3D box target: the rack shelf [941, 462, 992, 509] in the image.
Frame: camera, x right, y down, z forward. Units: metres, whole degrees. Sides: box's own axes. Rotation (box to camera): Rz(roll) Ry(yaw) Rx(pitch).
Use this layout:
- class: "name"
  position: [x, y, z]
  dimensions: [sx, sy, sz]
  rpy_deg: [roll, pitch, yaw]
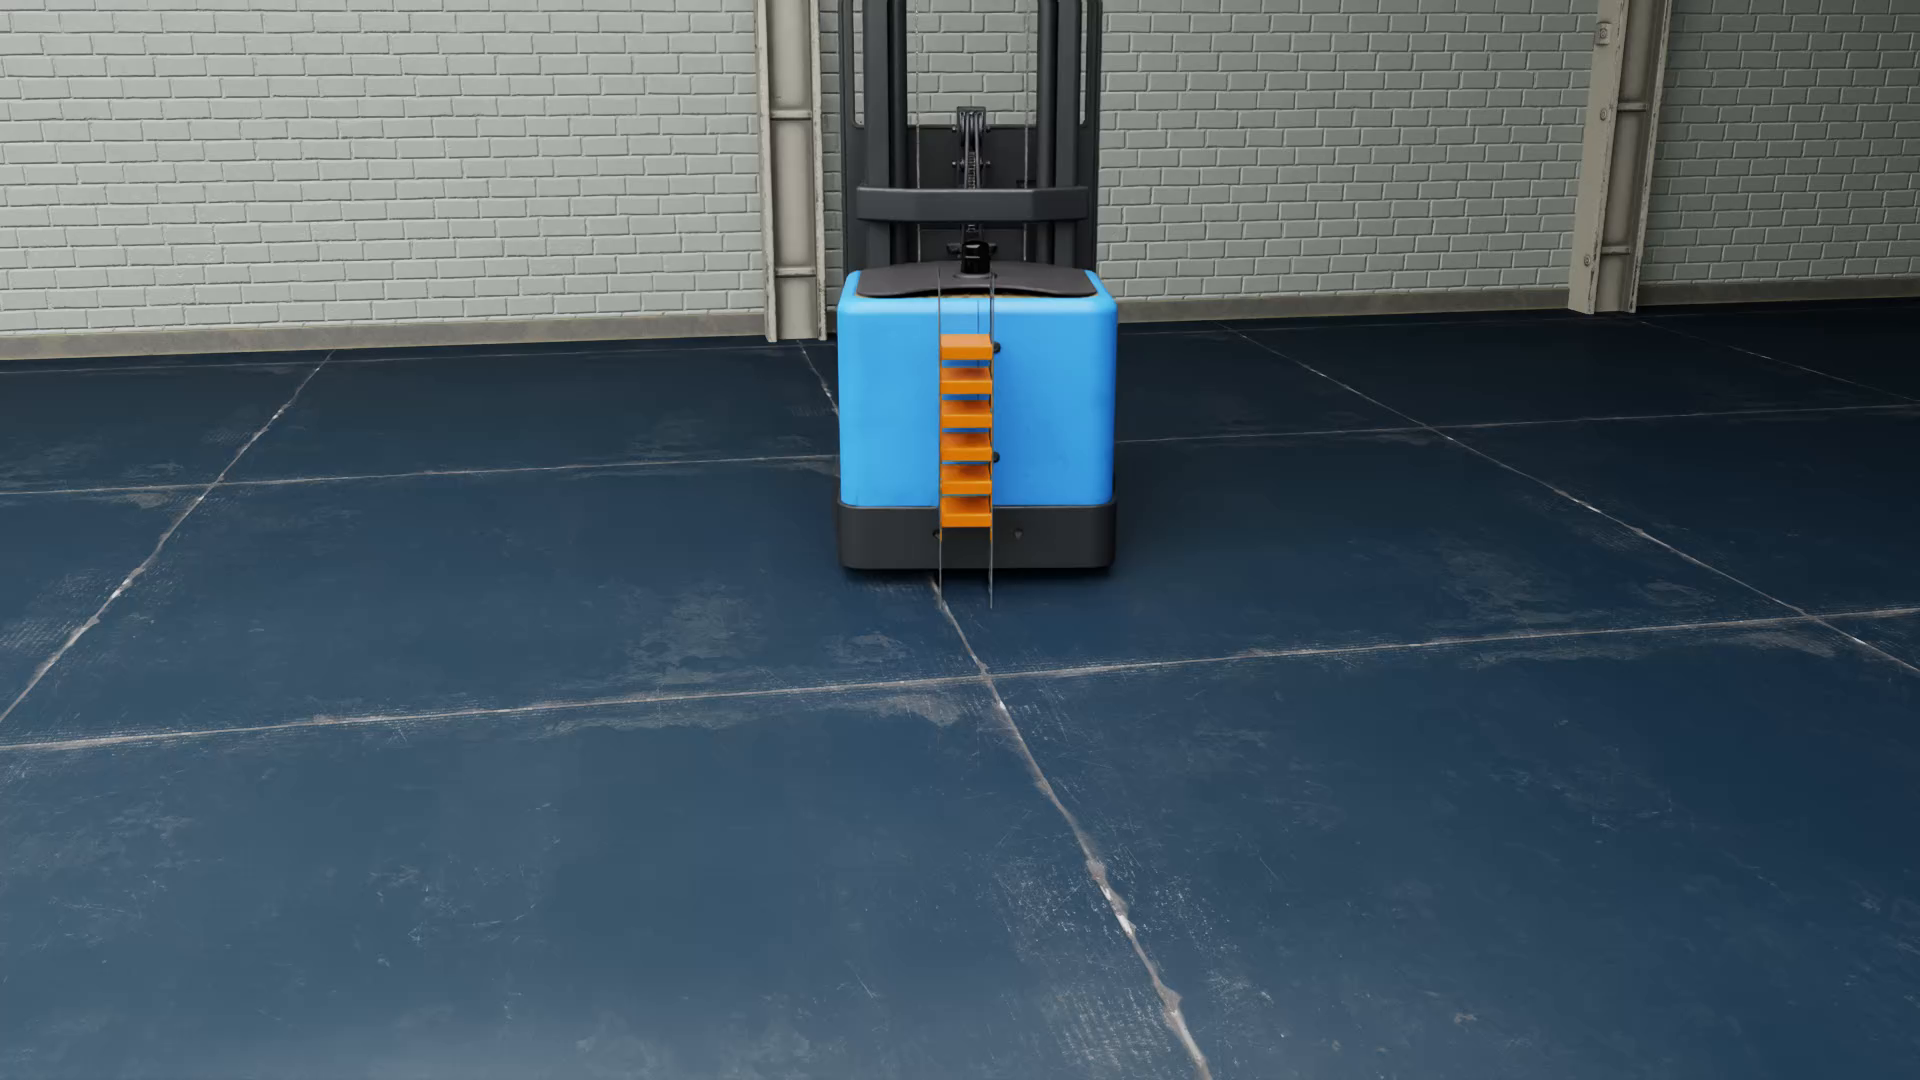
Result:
- class: "rack shelf"
  position: [0.020, -0.197, 5.967]
  dimensions: [0.180, 0.103, 0.258]
  rpy_deg: [0, 17, -1]

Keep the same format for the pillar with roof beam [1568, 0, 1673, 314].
- class: "pillar with roof beam"
  position: [5.592, -4.775, 7.033]
  dimensions: [0.400, 9.000, 9.100]
  rpy_deg: [-3, 17, -10]

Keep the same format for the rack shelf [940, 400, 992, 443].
- class: "rack shelf"
  position: [0.020, -0.426, 5.895]
  dimensions: [0.180, 0.103, 0.258]
  rpy_deg: [0, 17, -1]

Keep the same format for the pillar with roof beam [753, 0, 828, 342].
- class: "pillar with roof beam"
  position: [-0.299, -4.441, 5.945]
  dimensions: [0.400, 9.000, 9.100]
  rpy_deg: [-3, 17, -10]

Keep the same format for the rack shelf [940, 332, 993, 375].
- class: "rack shelf"
  position: [0.020, -0.655, 5.823]
  dimensions: [0.180, 0.103, 0.258]
  rpy_deg: [0, 17, -1]

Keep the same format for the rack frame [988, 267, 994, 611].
- class: "rack frame"
  position: [0.111, -0.354, 5.919]
  dimensions: [0.006, 1.200, 0.240]
  rpy_deg: [0, 17, -1]

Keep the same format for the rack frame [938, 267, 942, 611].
- class: "rack frame"
  position: [-0.072, -0.353, 5.916]
  dimensions: [0.006, 1.200, 0.240]
  rpy_deg: [0, 17, -1]

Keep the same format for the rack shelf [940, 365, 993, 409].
- class: "rack shelf"
  position: [0.020, -0.540, 5.859]
  dimensions: [0.180, 0.103, 0.258]
  rpy_deg: [0, 17, -1]

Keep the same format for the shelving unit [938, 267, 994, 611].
- class: "shelving unit"
  position: [0.020, -0.354, 5.917]
  dimensions: [0.189, 1.200, 0.258]
  rpy_deg: [0, 17, -1]

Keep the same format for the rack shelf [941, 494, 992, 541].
- class: "rack shelf"
  position: [0.020, -0.082, 6.003]
  dimensions: [0.180, 0.103, 0.258]
  rpy_deg: [0, 17, -1]

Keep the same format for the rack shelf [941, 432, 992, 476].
- class: "rack shelf"
  position: [0.020, -0.311, 5.931]
  dimensions: [0.180, 0.103, 0.258]
  rpy_deg: [0, 17, -1]

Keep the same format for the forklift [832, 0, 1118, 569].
- class: "forklift"
  position: [0.036, -1.670, 7.255]
  dimensions: [1.130, 2.935, 3.031]
  rpy_deg: [0, 17, -1]
